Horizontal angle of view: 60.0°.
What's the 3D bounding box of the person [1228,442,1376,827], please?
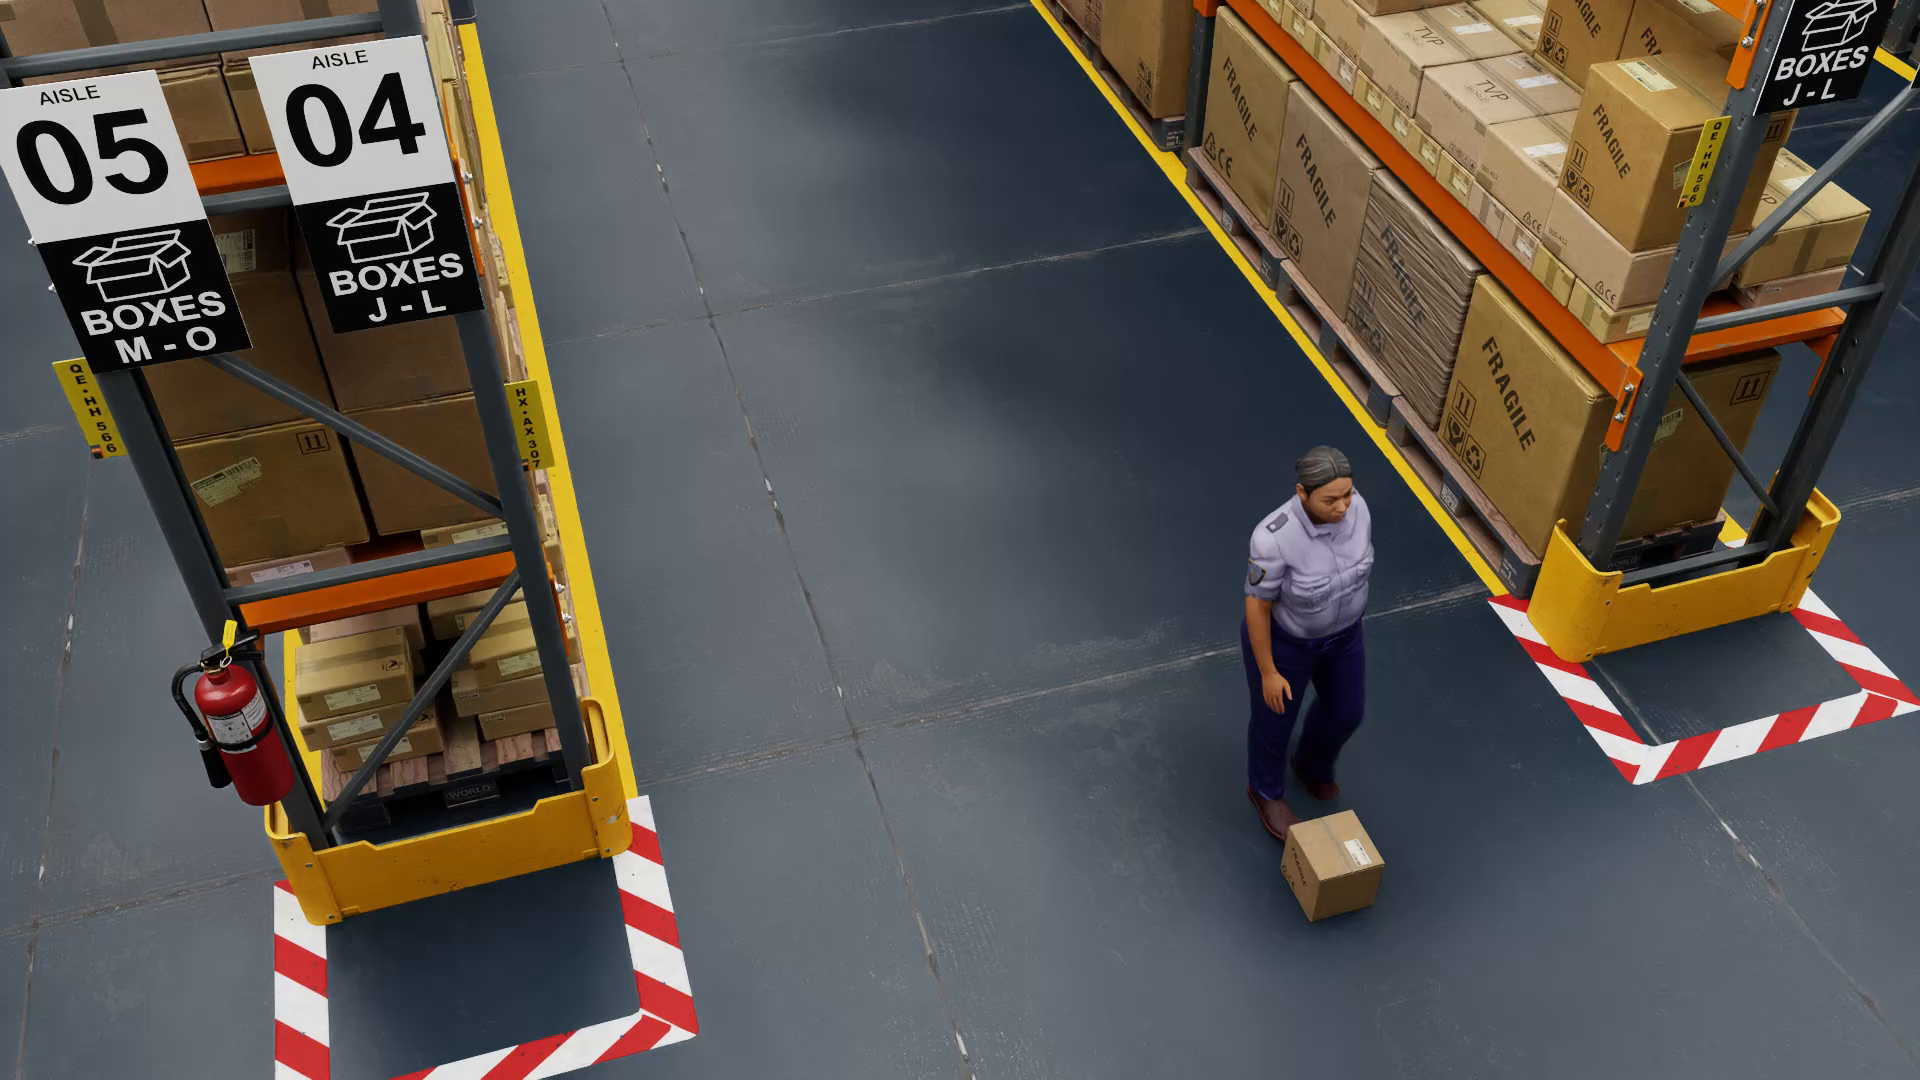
[{"bbox_3d":[1.216,0.392,5.749,0.524,1.682,0.478,-16,45,-17],"label":"person"}]
